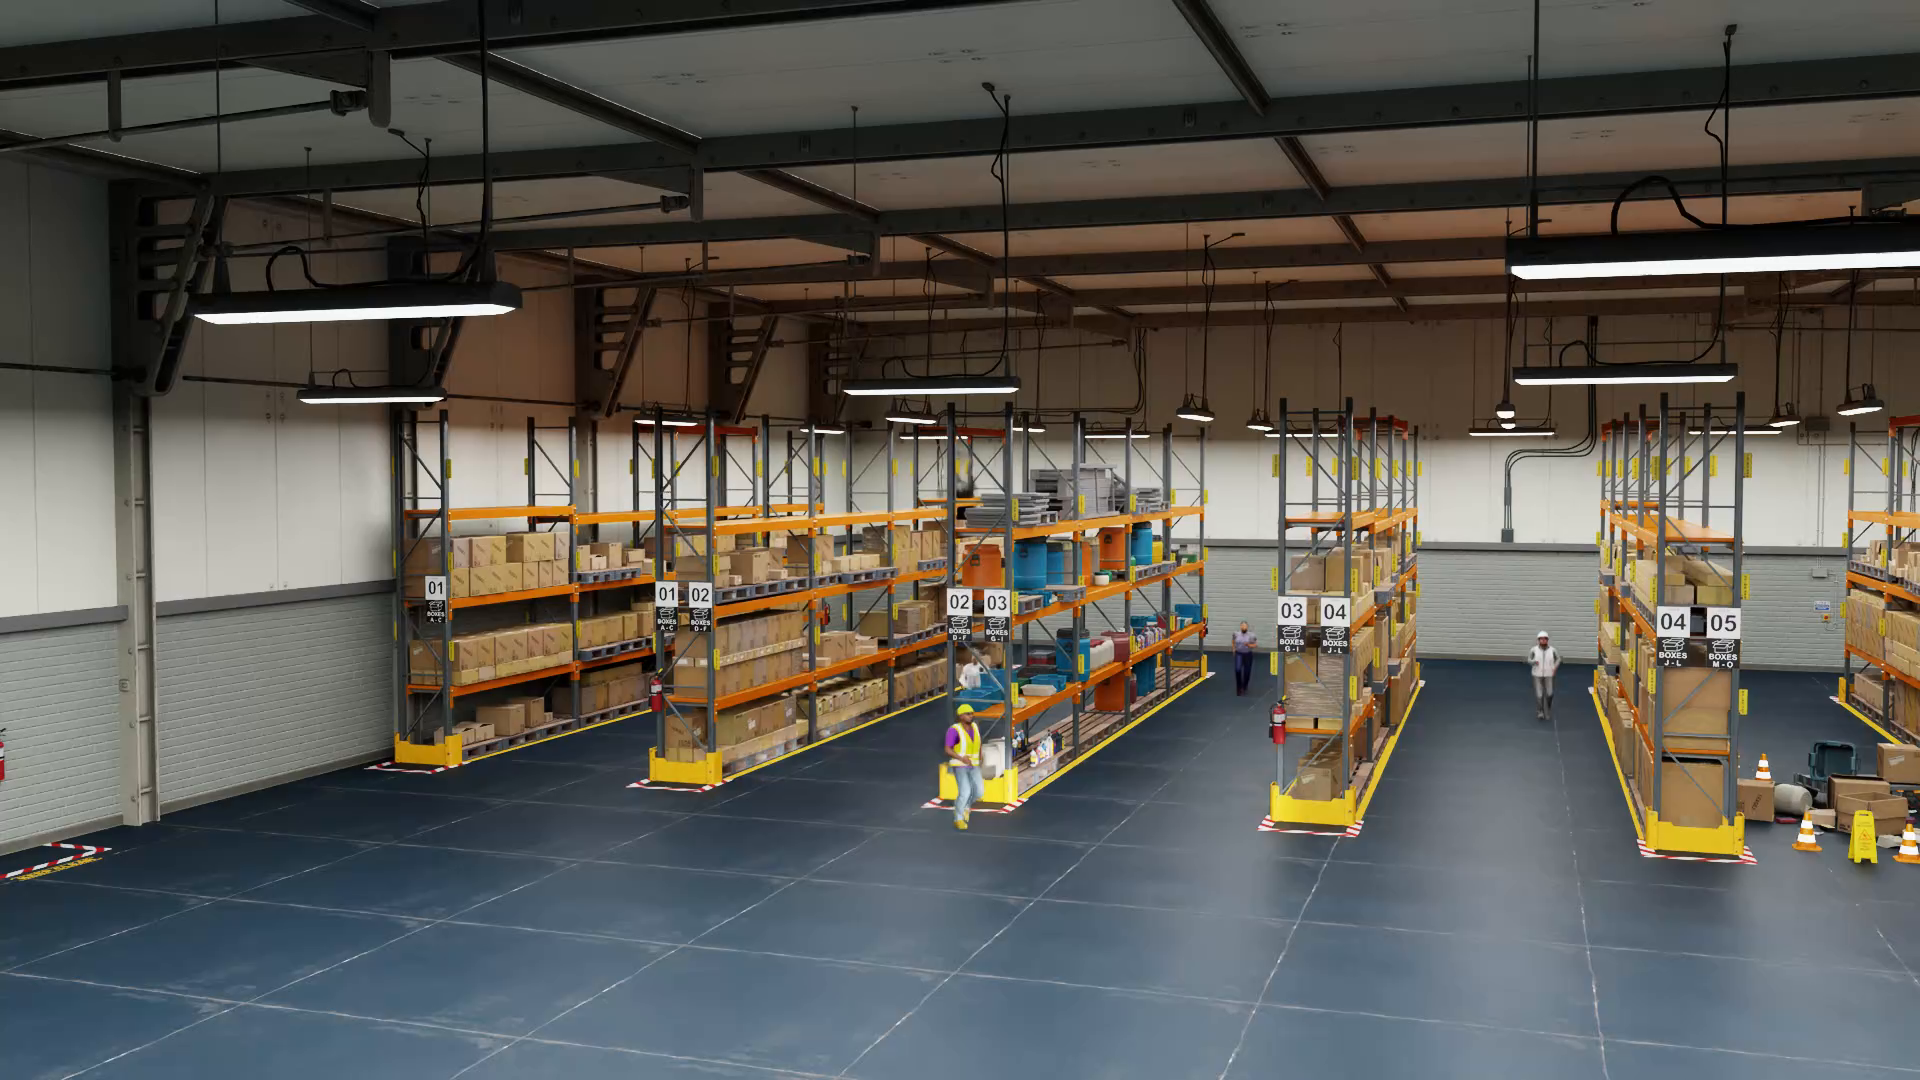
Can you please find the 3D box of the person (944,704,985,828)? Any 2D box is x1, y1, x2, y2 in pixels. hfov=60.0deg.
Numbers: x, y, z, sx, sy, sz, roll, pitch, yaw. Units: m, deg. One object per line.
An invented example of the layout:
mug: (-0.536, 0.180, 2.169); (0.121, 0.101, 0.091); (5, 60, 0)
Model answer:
person: (0.116, 3.143, 23.156); (0.738, 1.728, 0.594); (-2, 3, -38)

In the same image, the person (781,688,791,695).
person: (-3.747, 2.637, 35.563); (0.655, 1.674, 0.598); (0, 2, 10)

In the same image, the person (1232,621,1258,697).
person: (6.298, 2.630, 36.806); (0.575, 1.699, 0.812); (0, 2, 9)

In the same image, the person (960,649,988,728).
person: (0.299, 2.842, 30.930); (0.619, 1.663, 0.684); (0, 2, 9)

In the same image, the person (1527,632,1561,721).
person: (11.601, 2.710, 33.031); (0.641, 1.772, 0.651); (1, 3, 18)
